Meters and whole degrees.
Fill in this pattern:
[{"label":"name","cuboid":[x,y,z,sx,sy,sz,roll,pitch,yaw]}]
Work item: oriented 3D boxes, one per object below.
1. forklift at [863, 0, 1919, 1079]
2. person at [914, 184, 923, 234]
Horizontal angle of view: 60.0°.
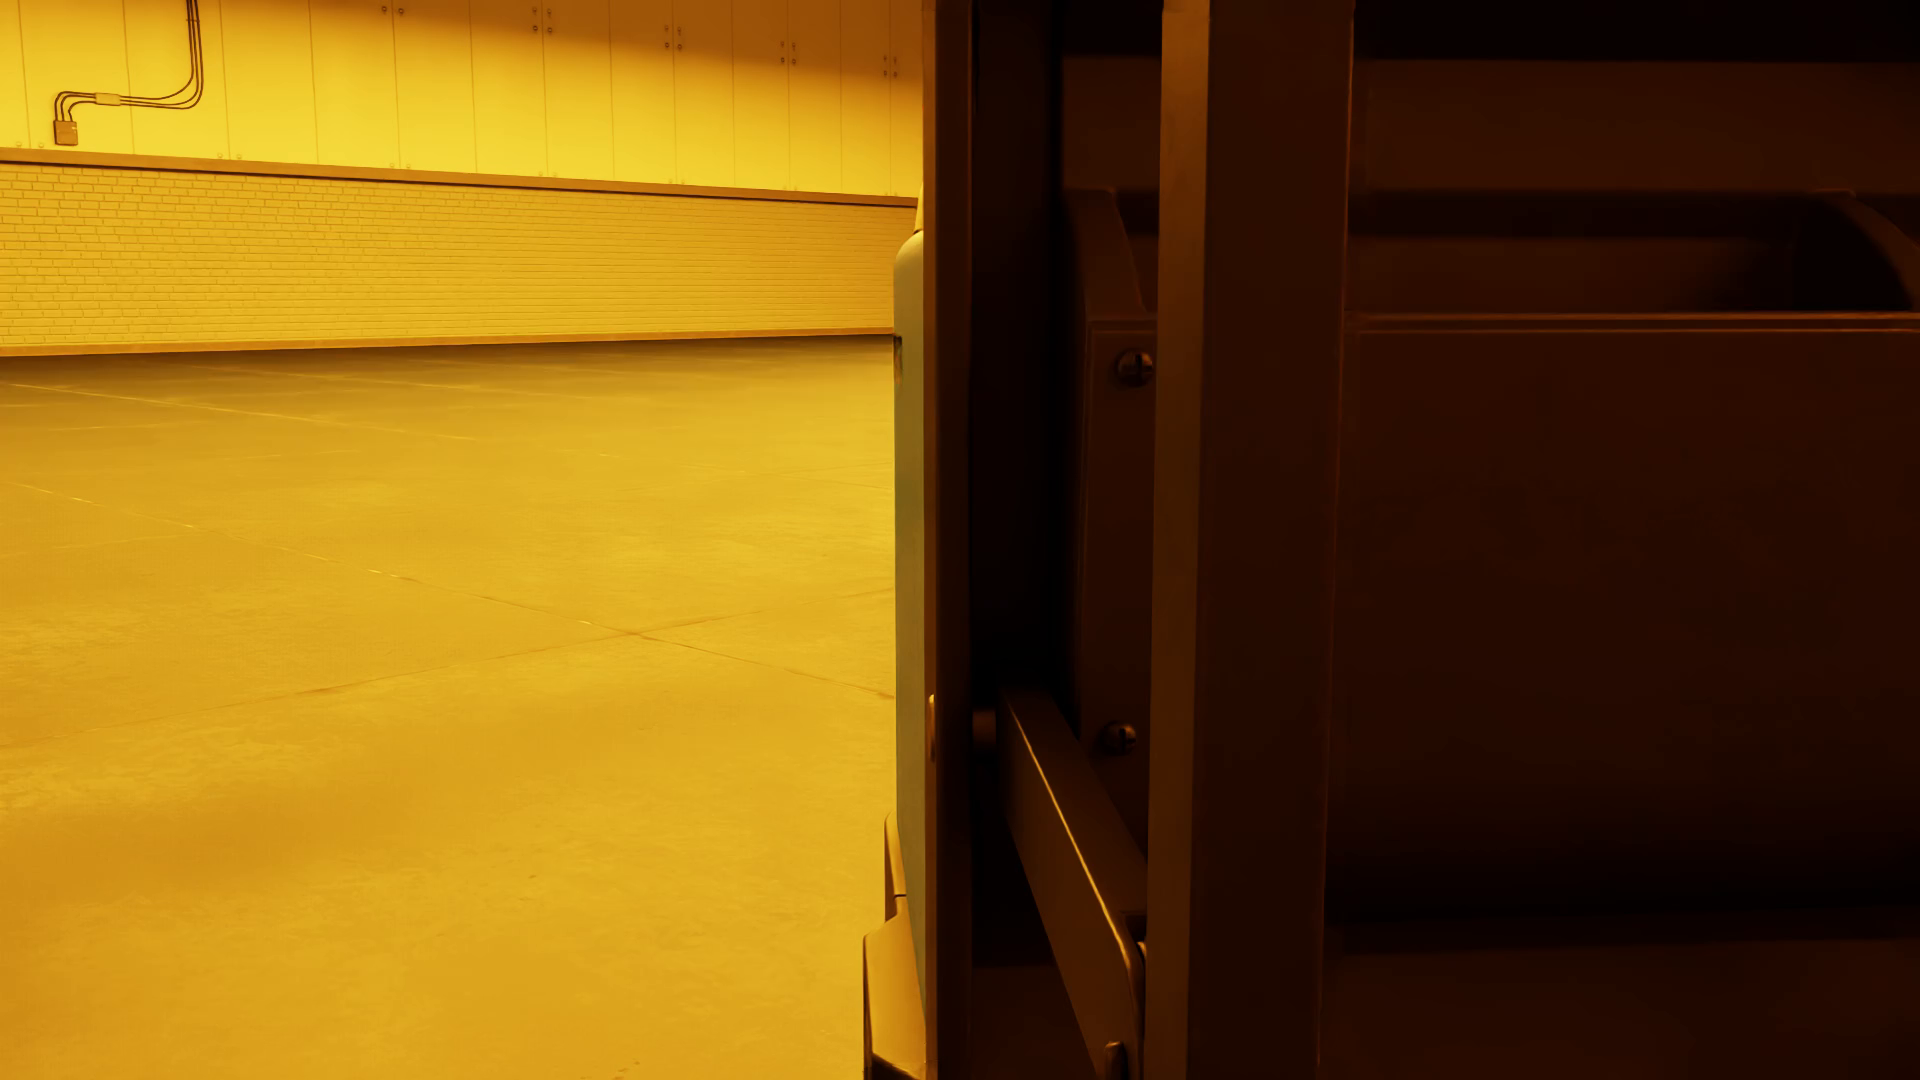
[{"label":"forklift","cuboid":[0.543,-0.570,0.661,1.130,2.935,3.031,-1,9,-5]},{"label":"person","cuboid":[-0.049,-0.902,6.647,0.564,1.787,0.637,8,12,43]}]
